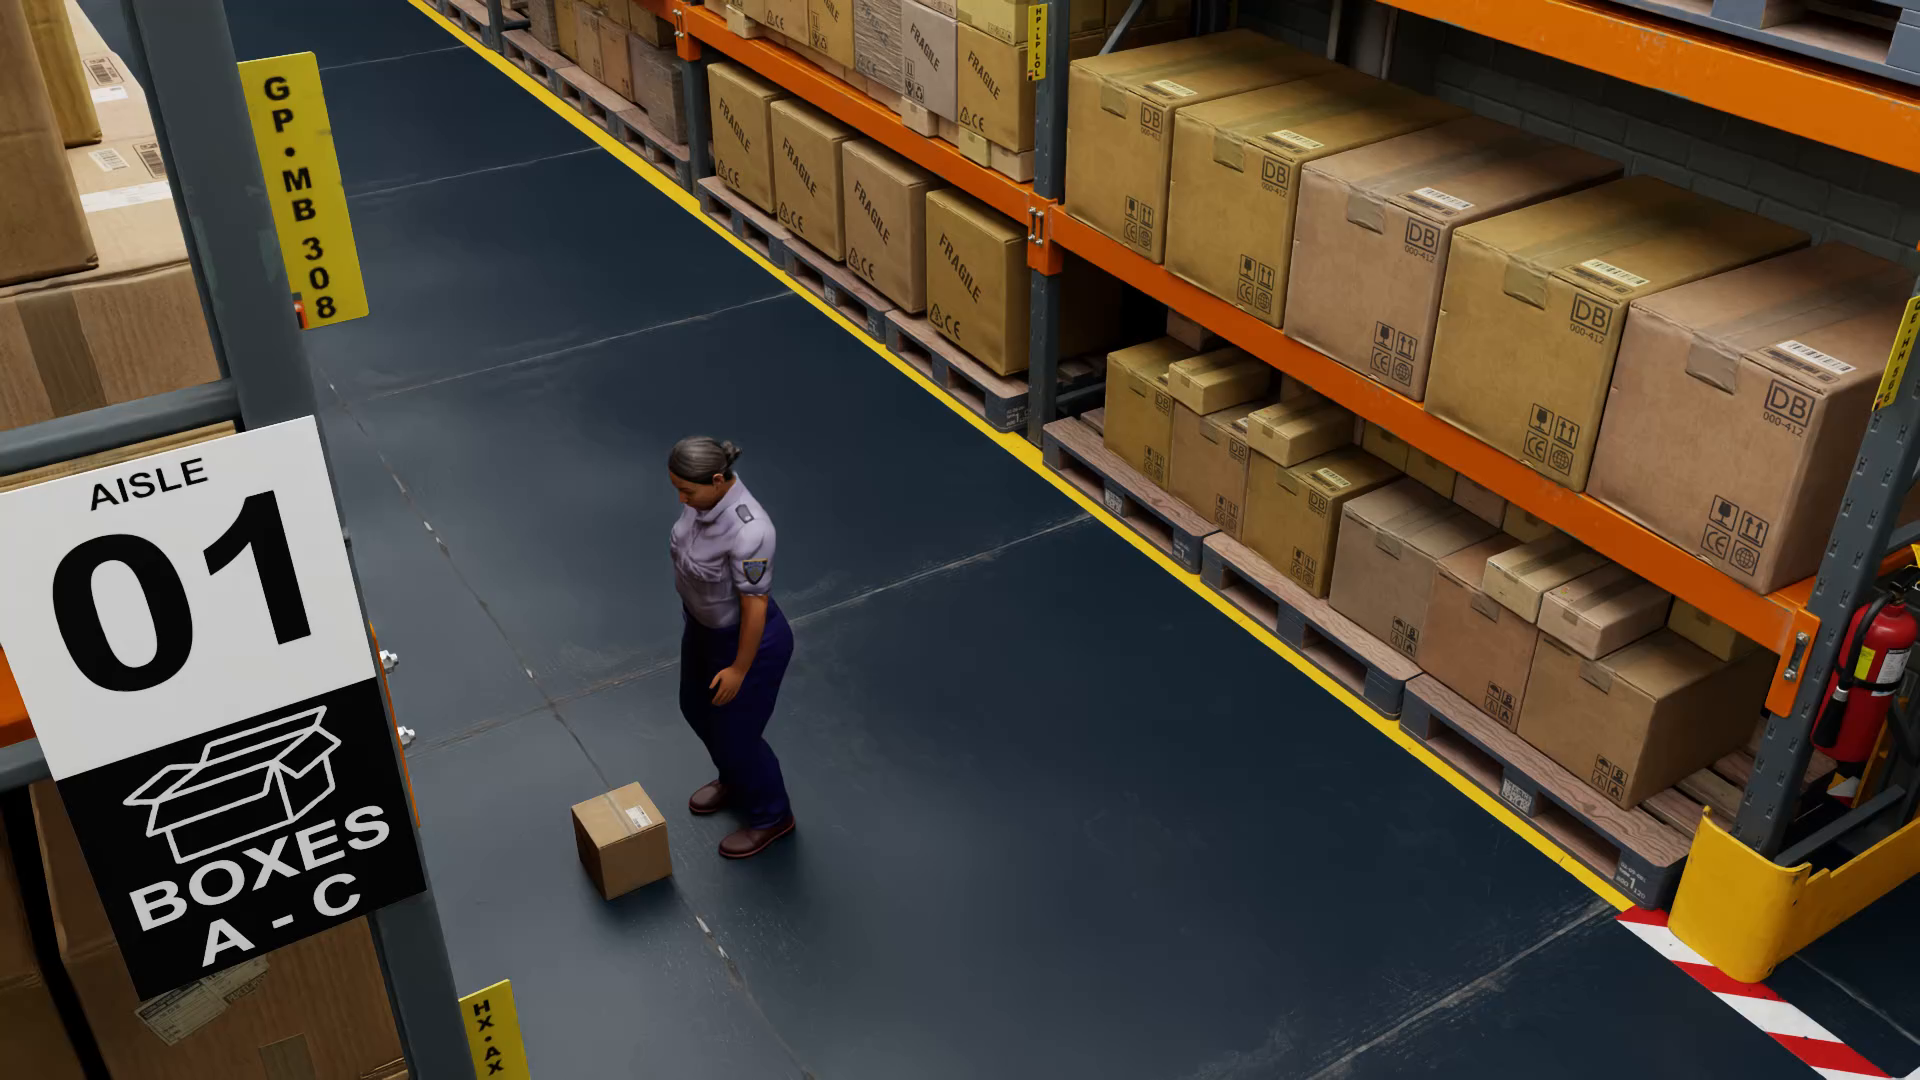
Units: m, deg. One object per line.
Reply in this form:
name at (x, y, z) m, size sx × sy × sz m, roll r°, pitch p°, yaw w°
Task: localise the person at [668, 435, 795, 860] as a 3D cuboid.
person at (-0.763, 0.345, 5.647) m, size 0.357 × 1.626 × 0.486 m, roll -18°, pitch 37°, yaw -26°
